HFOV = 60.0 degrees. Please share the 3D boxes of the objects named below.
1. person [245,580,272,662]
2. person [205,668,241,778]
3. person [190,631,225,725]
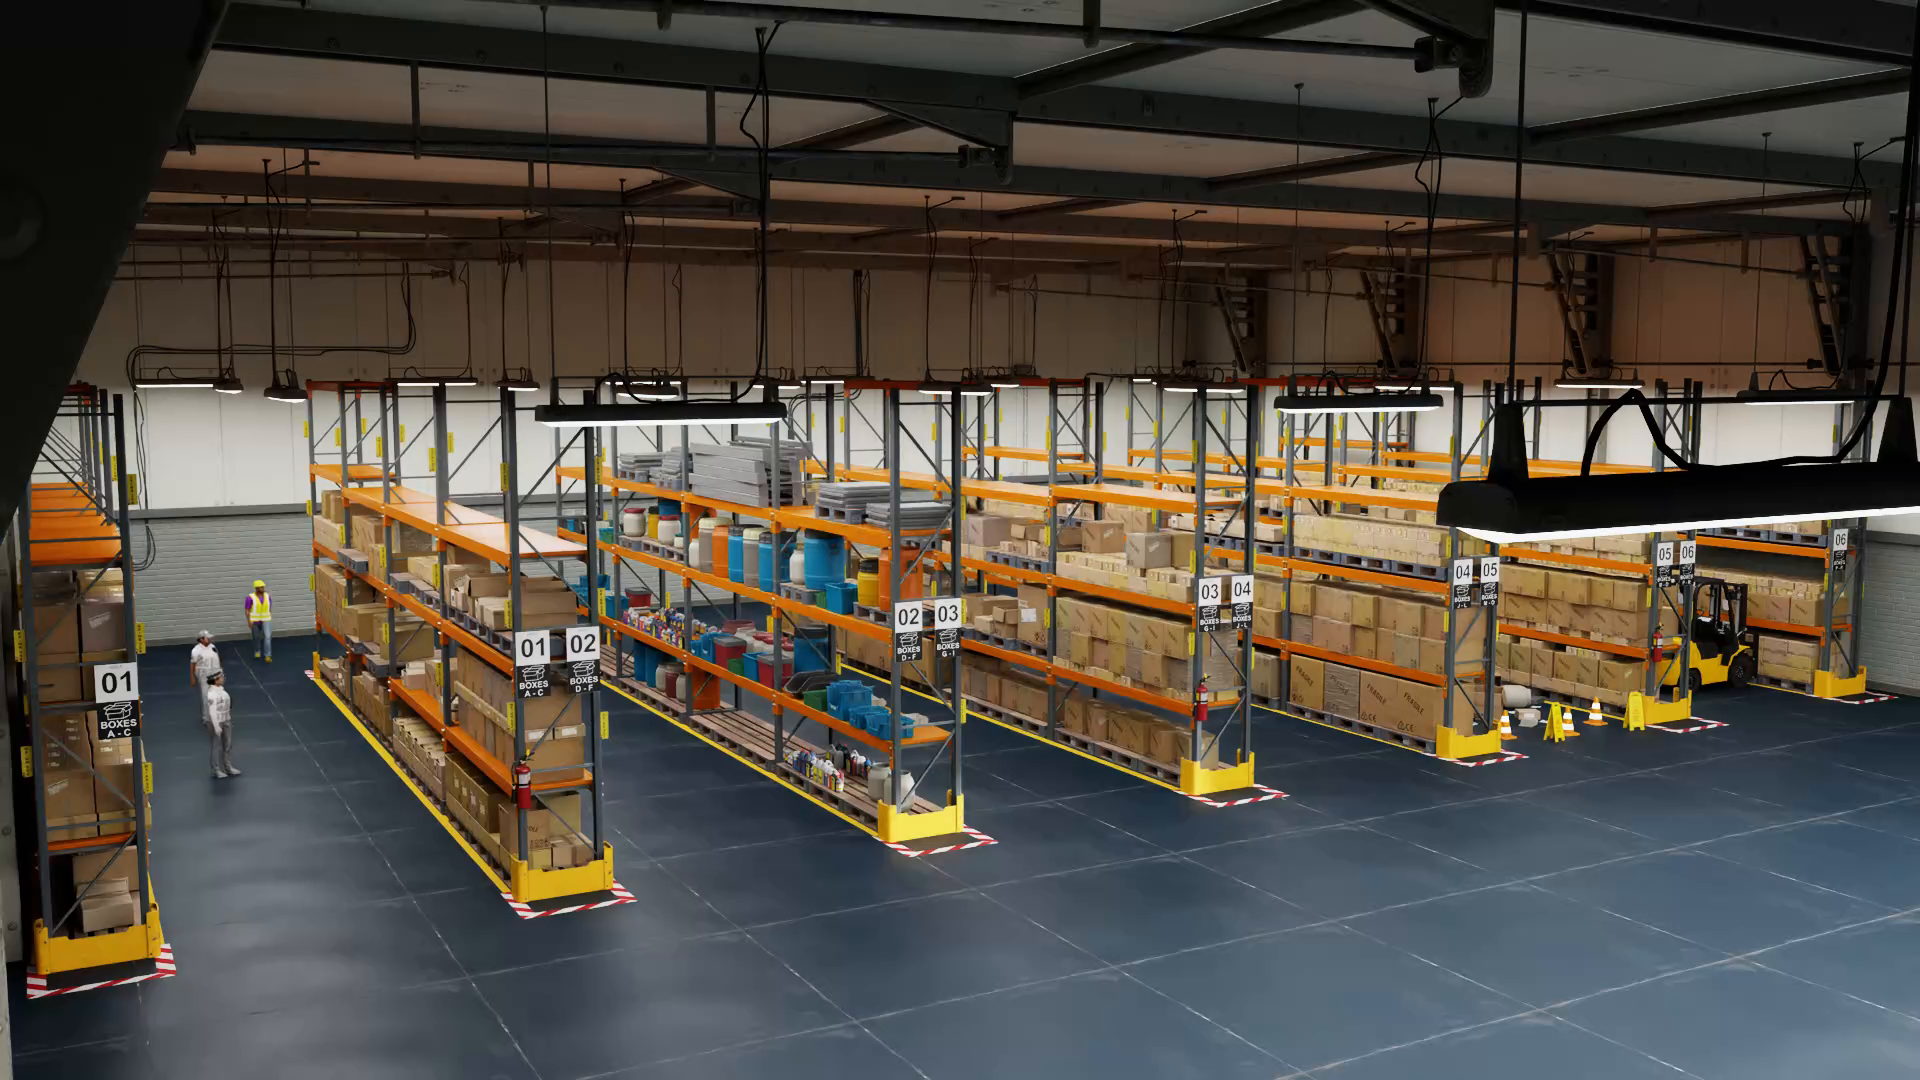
[{"bbox_3d":[-14.843,1.717,35.213,0.528,1.717,1.026,-3,7,-25],"label":"person"},{"bbox_3d":[-11.322,2.797,25.440,0.348,1.691,0.524,1,6,11],"label":"person"},{"bbox_3d":[-13.326,2.396,29.421,0.551,1.615,0.932,-4,7,-34],"label":"person"}]
